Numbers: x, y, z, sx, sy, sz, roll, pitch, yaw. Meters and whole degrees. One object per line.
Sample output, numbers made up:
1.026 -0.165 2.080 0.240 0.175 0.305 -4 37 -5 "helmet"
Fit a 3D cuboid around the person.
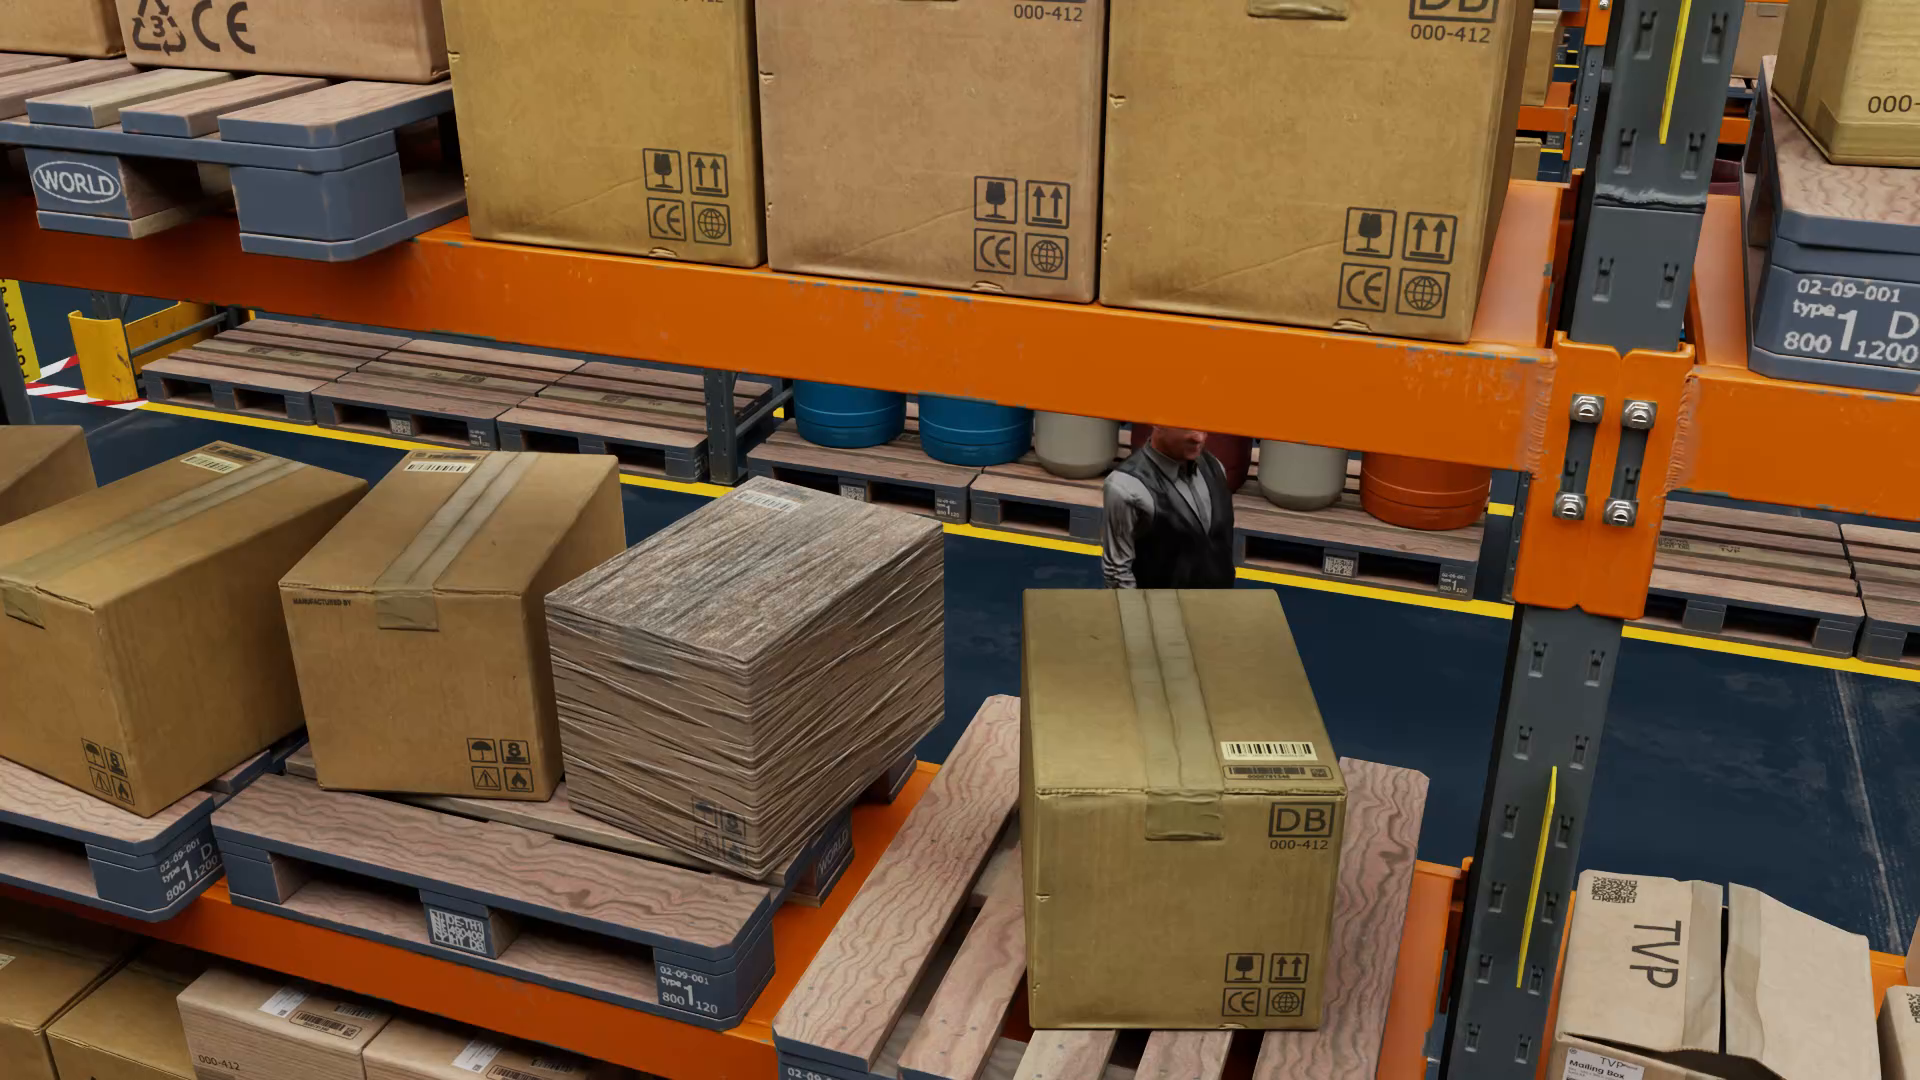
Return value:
0.693 0.295 5.520 0.555 1.707 0.753 -17 30 -31 "person"
